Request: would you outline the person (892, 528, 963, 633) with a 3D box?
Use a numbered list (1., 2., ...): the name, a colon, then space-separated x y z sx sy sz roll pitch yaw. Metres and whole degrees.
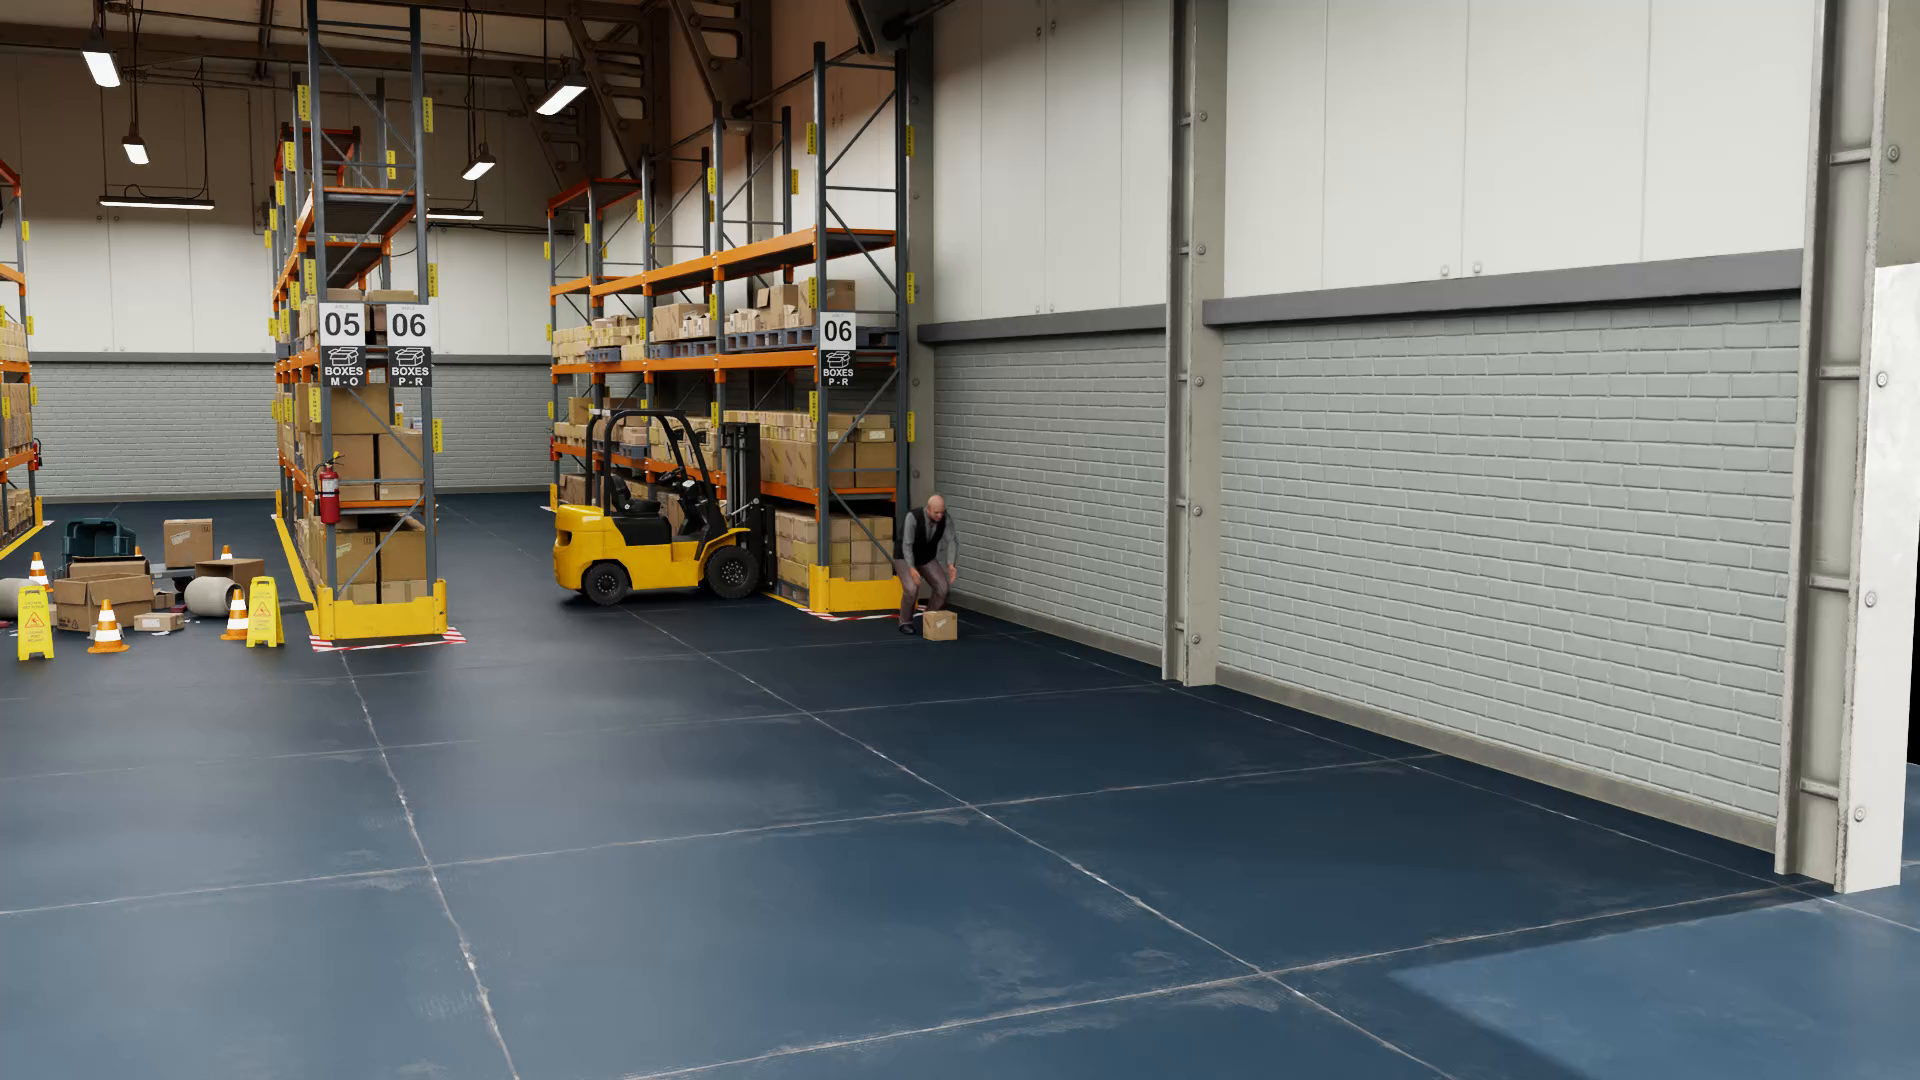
1. person: -0.317 0.389 16.309 0.558 1.058 0.843 -2 6 -24
